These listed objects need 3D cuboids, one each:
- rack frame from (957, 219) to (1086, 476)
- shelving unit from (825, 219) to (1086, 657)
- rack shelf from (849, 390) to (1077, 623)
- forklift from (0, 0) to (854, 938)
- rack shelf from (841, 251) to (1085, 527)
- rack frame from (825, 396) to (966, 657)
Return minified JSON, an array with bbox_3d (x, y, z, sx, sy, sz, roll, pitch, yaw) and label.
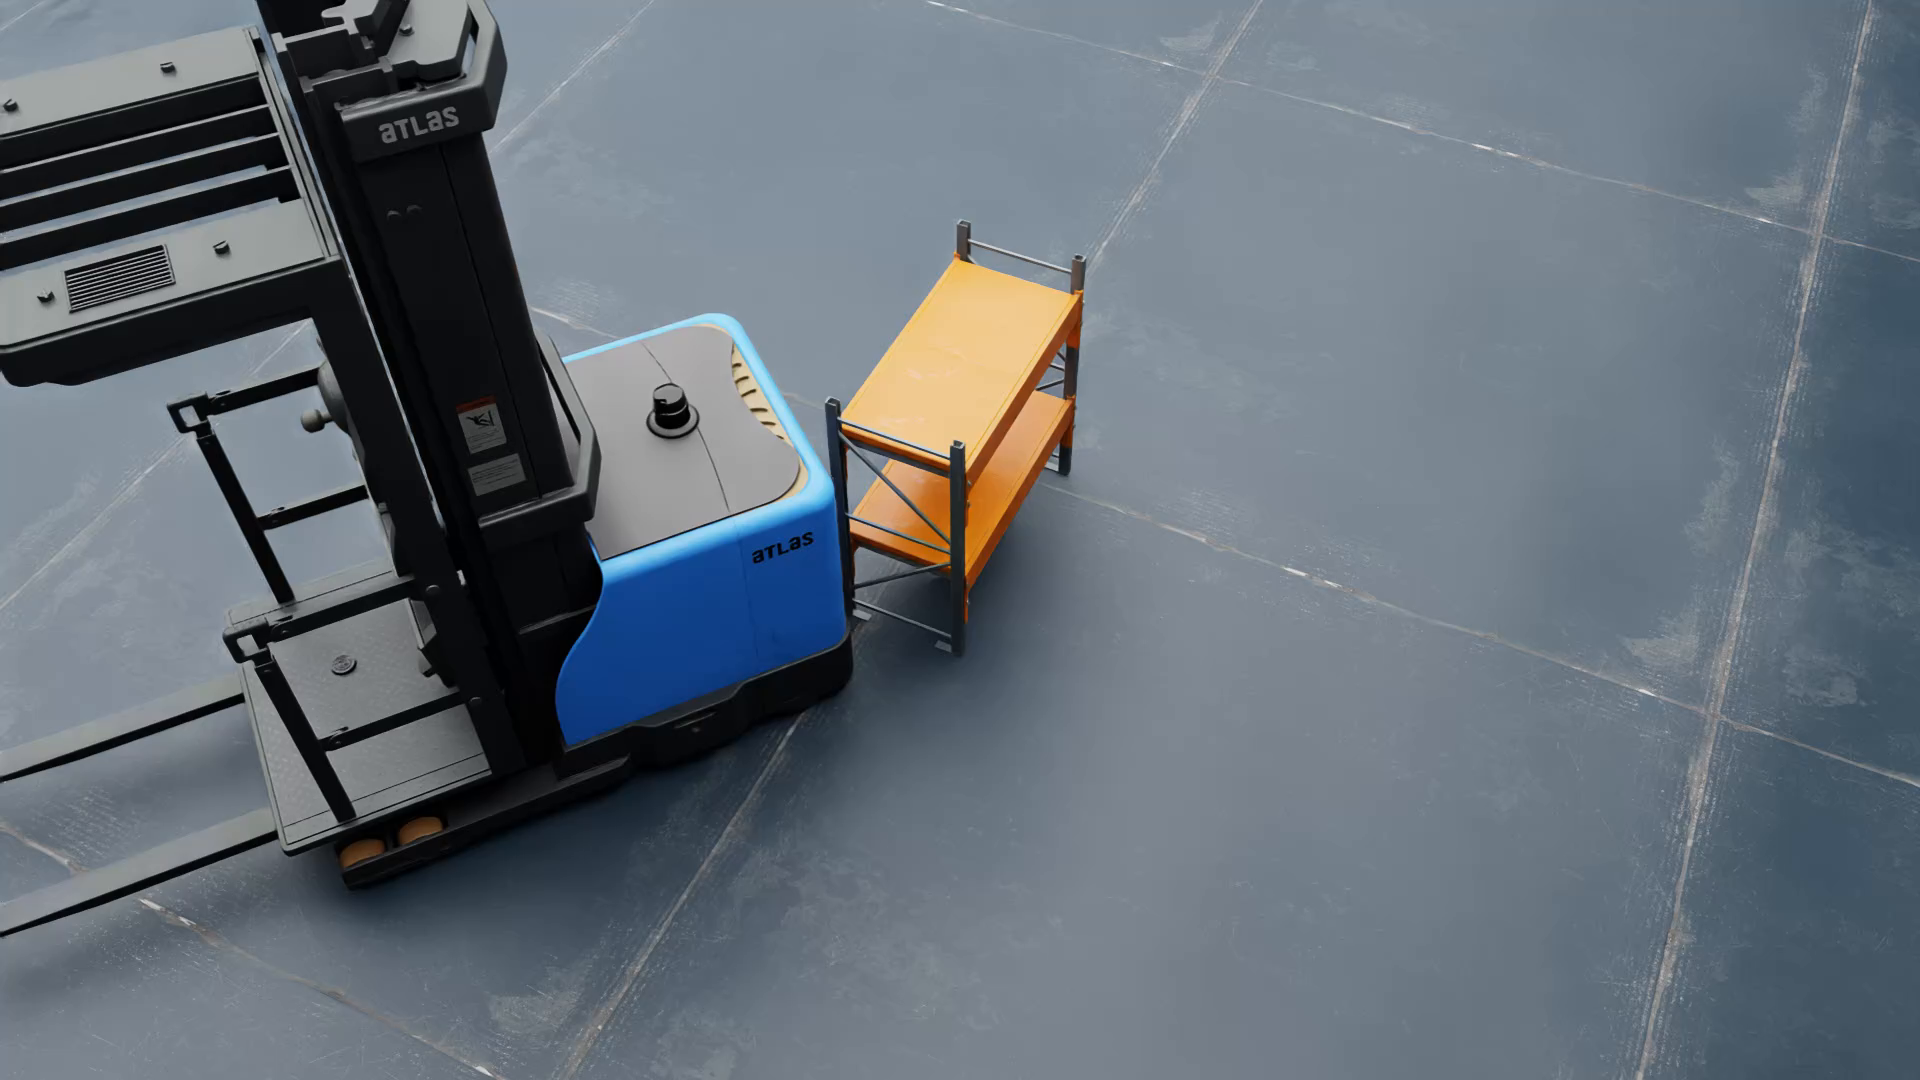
[{"bbox_3d":[0.220,-0.719,6.439,0.500,1.125,0.032,20,52,16],"label":"rack frame"},{"bbox_3d":[0.003,-0.369,6.141,0.538,1.125,1.048,20,52,16],"label":"shelving unit"},{"bbox_3d":[0.003,-0.211,6.327,0.538,0.278,1.000,20,52,16],"label":"rack shelf"},{"bbox_3d":[-1.945,-0.258,4.860,3.031,2.935,1.130,-20,53,-16],"label":"forklift"},{"bbox_3d":[0.003,-0.559,5.918,0.538,0.278,1.000,20,52,16],"label":"rack shelf"},{"bbox_3d":[-0.214,-0.019,5.843,0.500,1.125,0.032,20,52,16],"label":"rack frame"}]
